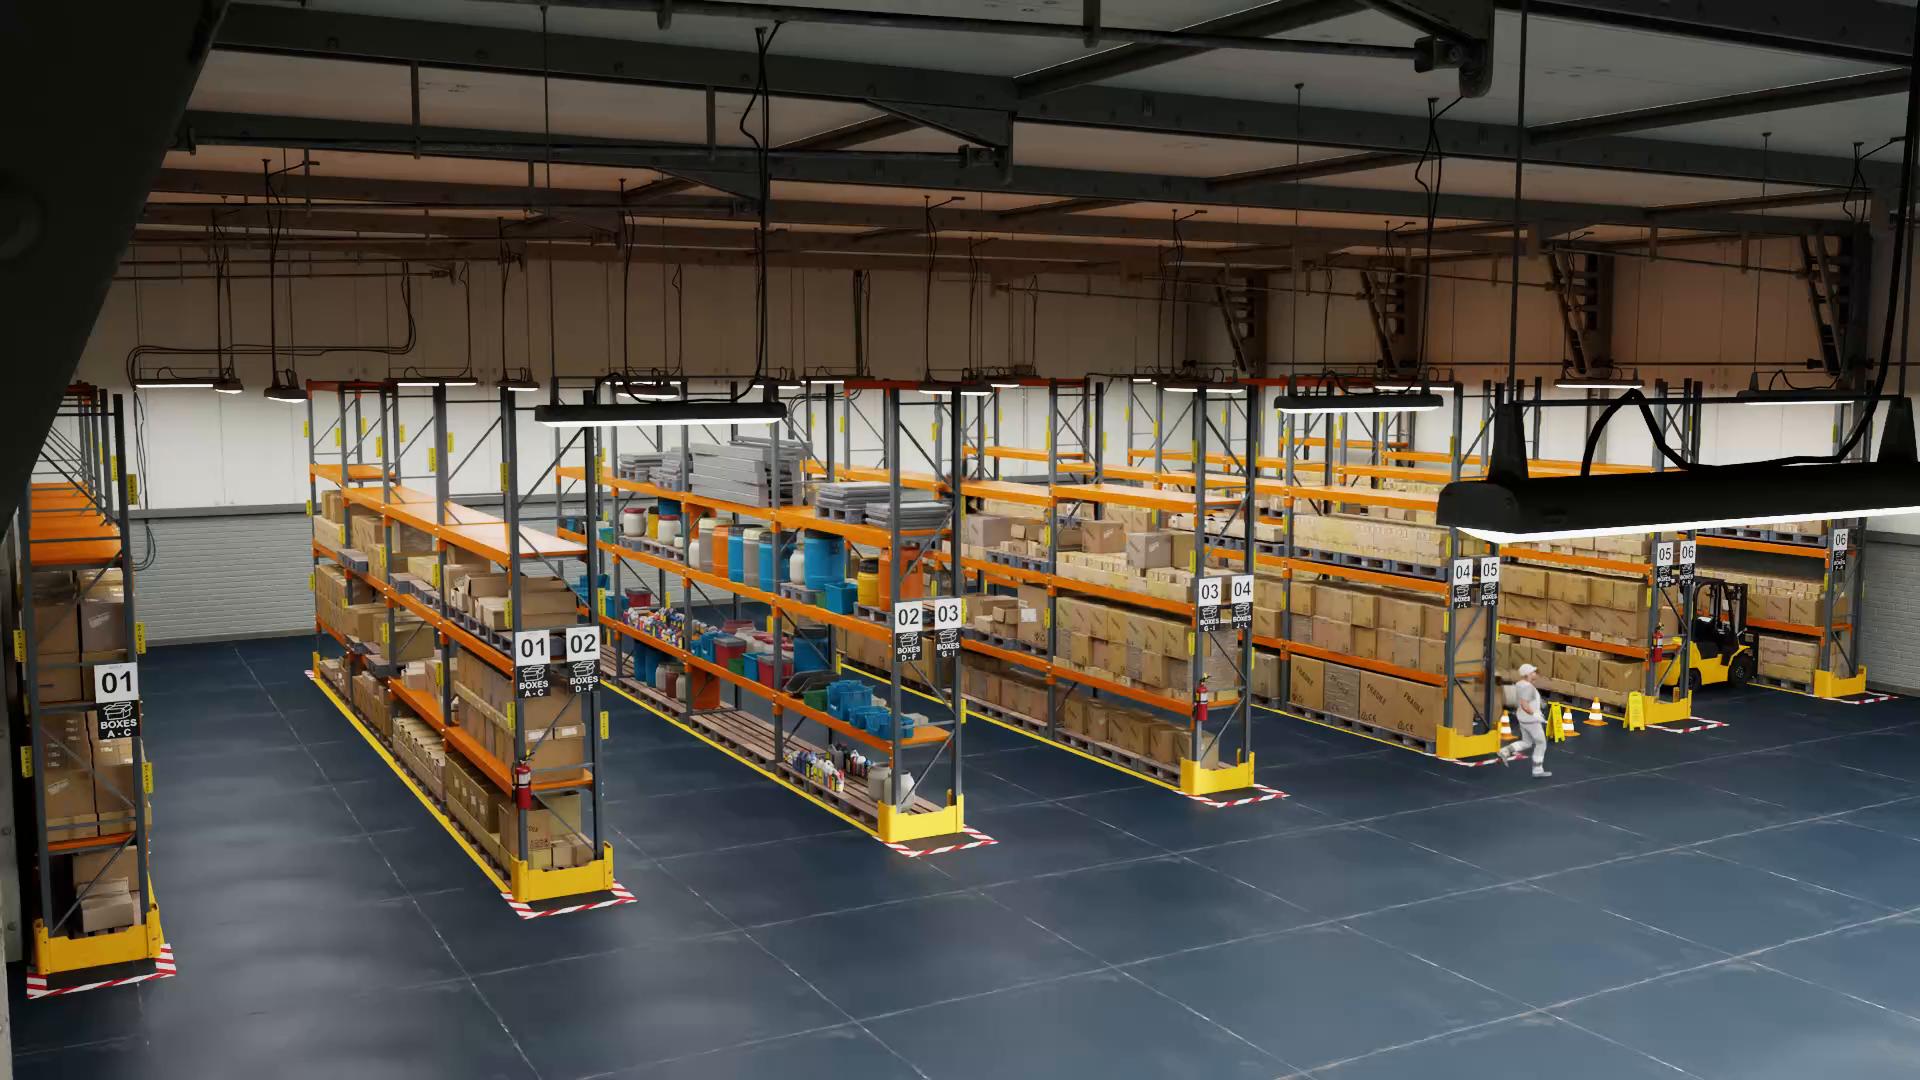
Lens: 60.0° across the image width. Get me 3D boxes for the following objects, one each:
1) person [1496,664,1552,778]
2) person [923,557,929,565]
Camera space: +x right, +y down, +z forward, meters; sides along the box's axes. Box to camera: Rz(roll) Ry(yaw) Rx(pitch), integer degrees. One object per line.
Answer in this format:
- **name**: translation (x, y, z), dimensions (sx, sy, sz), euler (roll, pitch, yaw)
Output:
- **person**: translation (8.660, 2.761, 25.432), dimensions (0.829, 1.754, 0.675), euler (0, 6, 3)
- **person**: translation (-0.922, 1.187, 40.611), dimensions (0.633, 1.628, 0.936), euler (3, 7, 24)
